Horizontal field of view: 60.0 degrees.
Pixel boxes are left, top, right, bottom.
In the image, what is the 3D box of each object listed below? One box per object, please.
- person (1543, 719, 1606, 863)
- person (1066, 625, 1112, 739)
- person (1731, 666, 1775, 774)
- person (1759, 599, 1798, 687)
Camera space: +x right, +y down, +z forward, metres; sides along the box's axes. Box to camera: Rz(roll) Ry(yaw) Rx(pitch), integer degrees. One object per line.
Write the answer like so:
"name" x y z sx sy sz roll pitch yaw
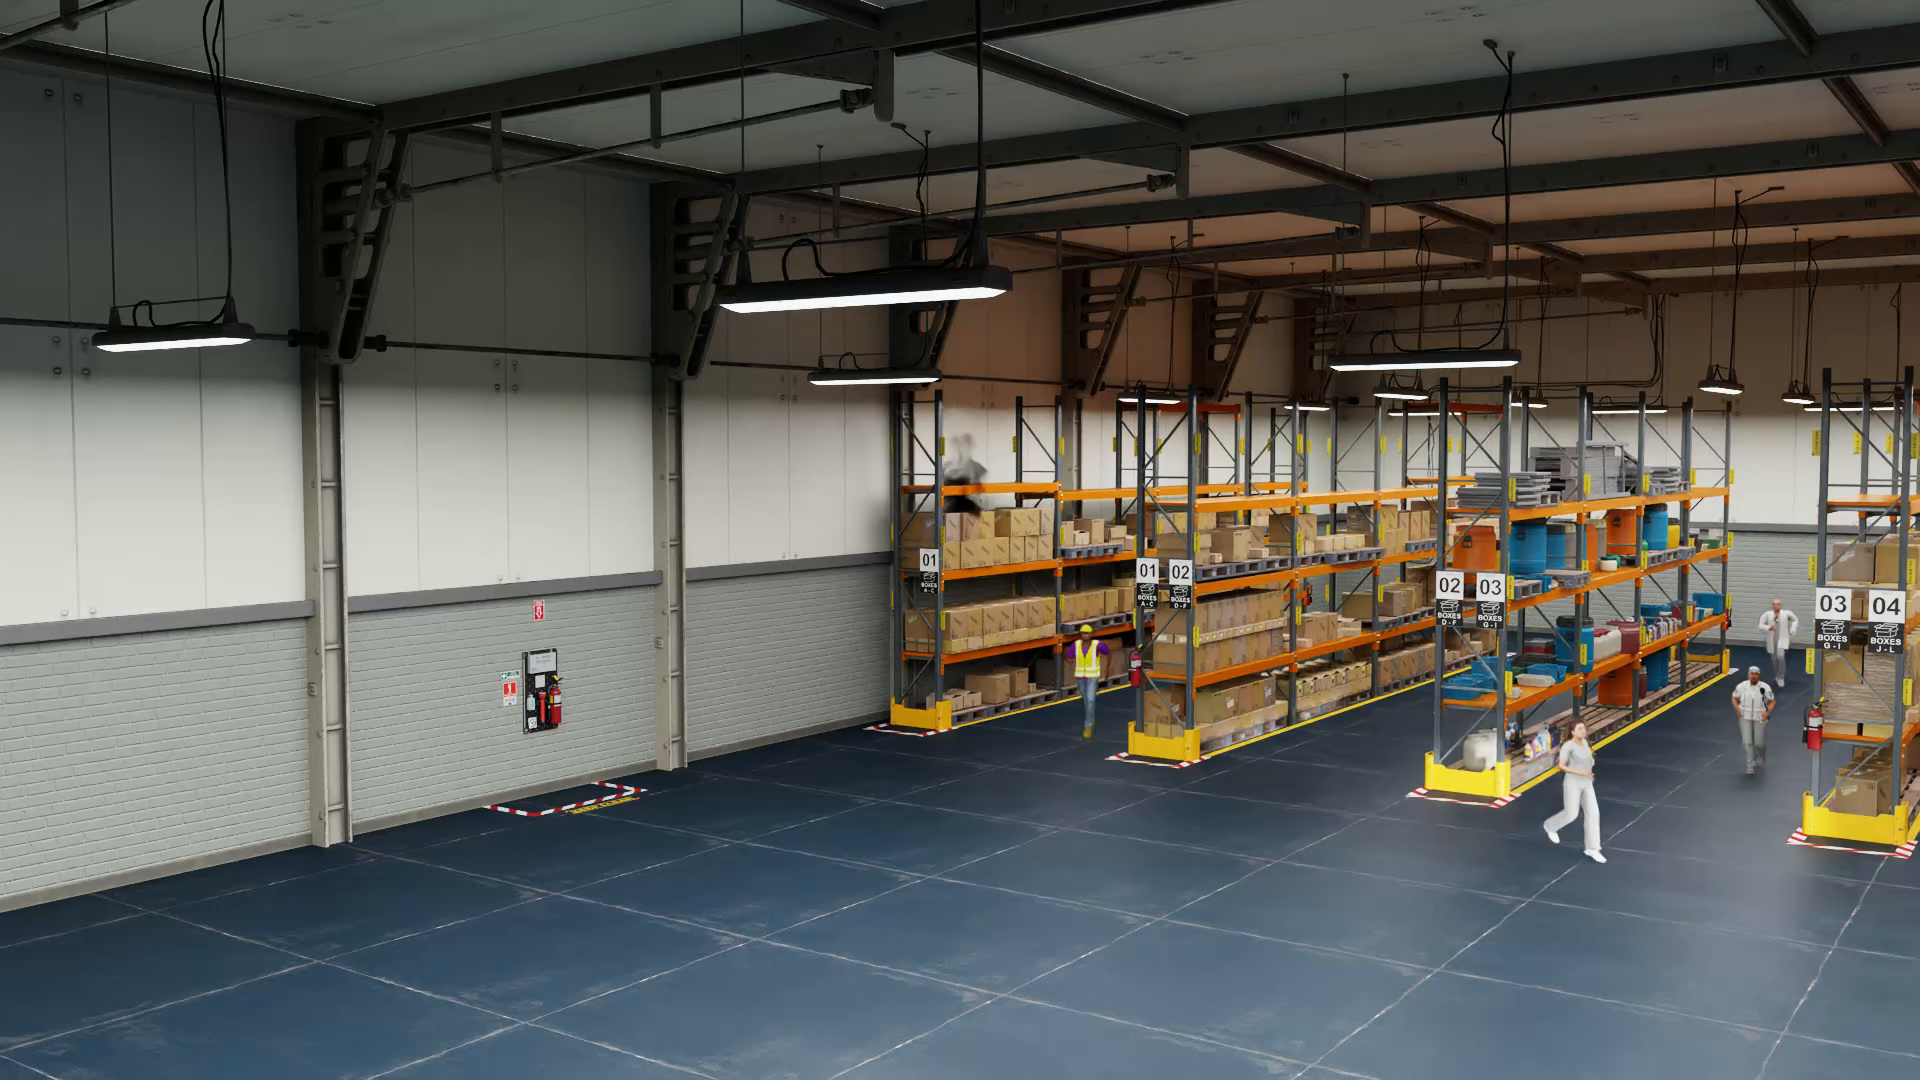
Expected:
"person" 7.532 3.023 20.341 0.562 1.677 0.952 -1 4 -24
"person" 2.095 2.299 27.423 0.727 1.827 0.856 1 3 23
"person" 12.187 2.748 25.575 0.614 1.638 0.598 2 4 28
"person" 17.162 2.157 34.920 0.685 1.813 0.800 3 4 39
